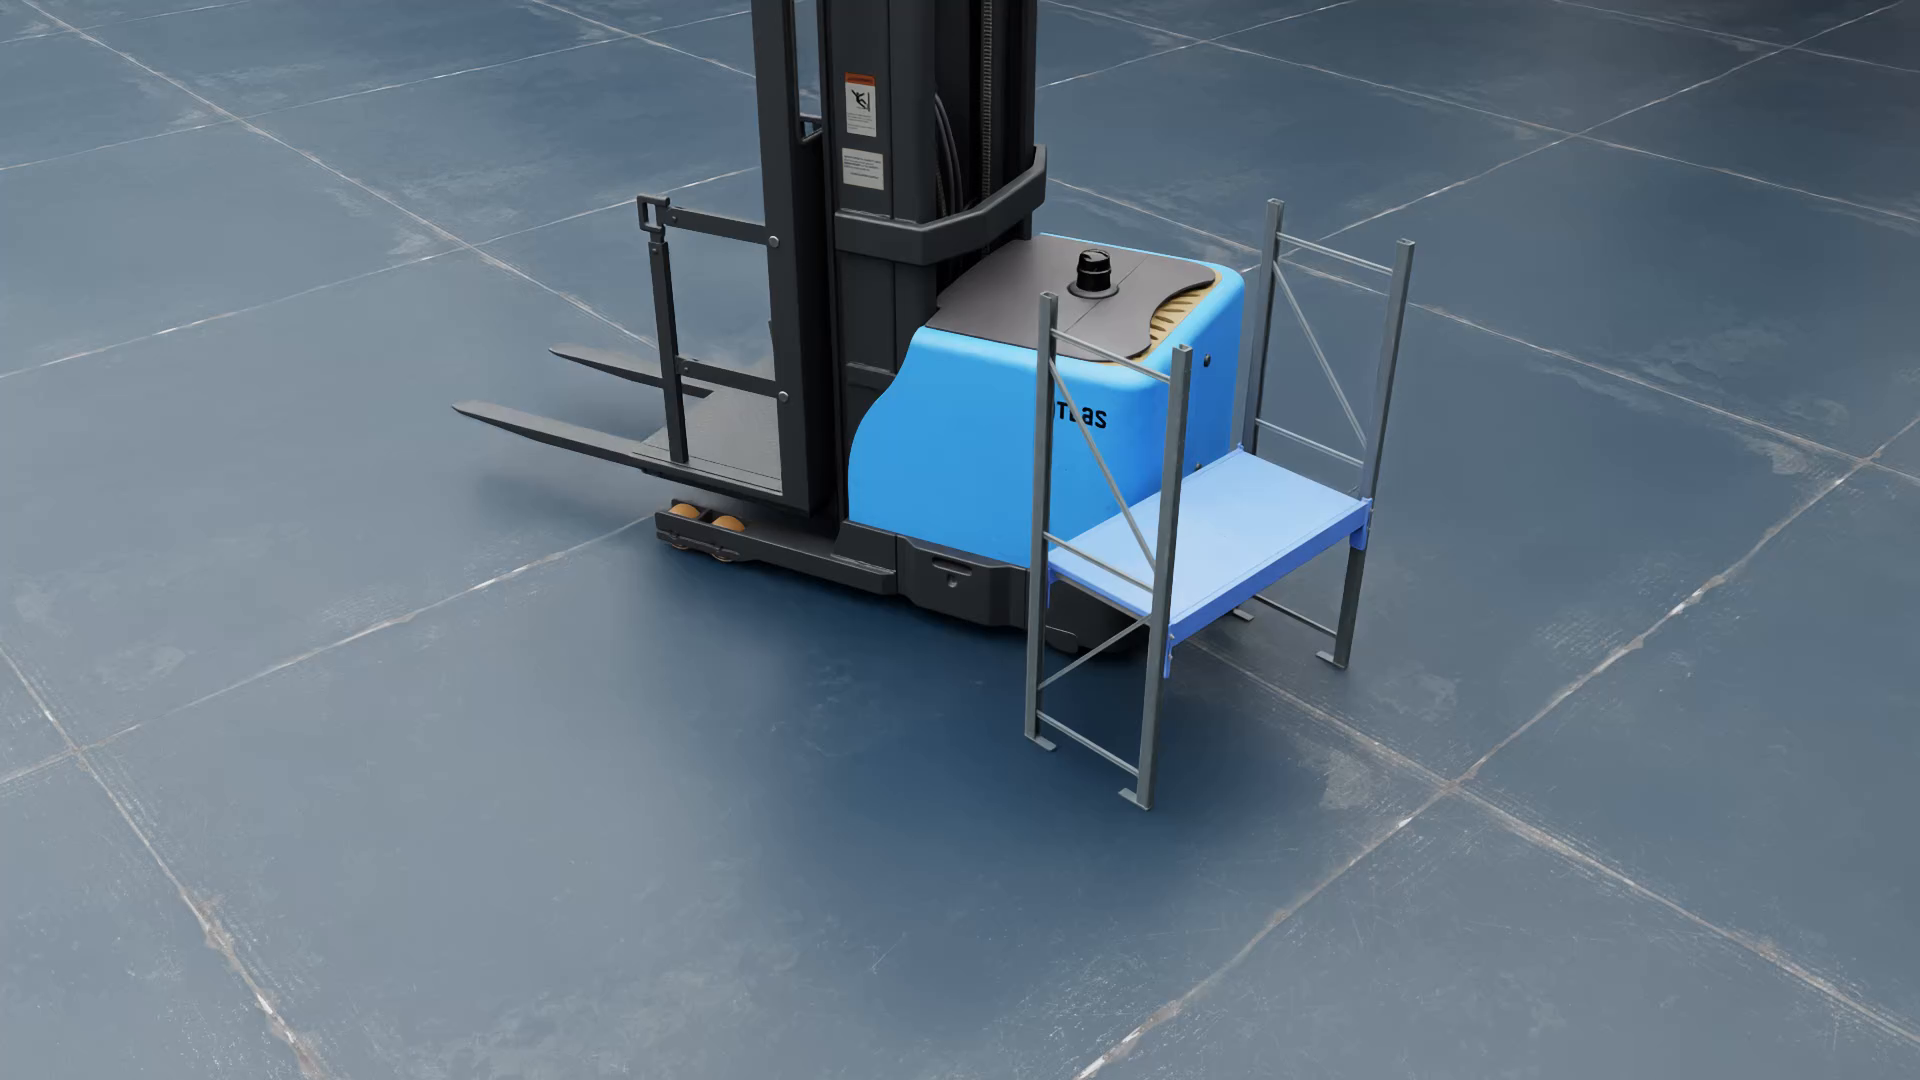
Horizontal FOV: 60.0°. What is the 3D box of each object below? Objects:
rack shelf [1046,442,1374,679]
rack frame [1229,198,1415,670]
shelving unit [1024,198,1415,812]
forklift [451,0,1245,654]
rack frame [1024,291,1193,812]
[{"bbox_3d":[0.754,0.035,5.096,1.000,0.185,0.538,-27,41,-37],"label":"rack shelf"},{"bbox_3d":[1.116,-0.305,5.306,0.032,1.500,0.500,-27,41,-37],"label":"rack frame"},{"bbox_3d":[0.755,-0.118,5.001,1.048,1.500,0.538,-27,41,-37],"label":"shelving unit"},{"bbox_3d":[-0.555,-1.398,5.727,3.031,2.935,1.130,15,34,23],"label":"forklift"},{"bbox_3d":[0.393,0.069,4.696,0.032,1.500,0.500,-27,41,-37],"label":"rack frame"}]
